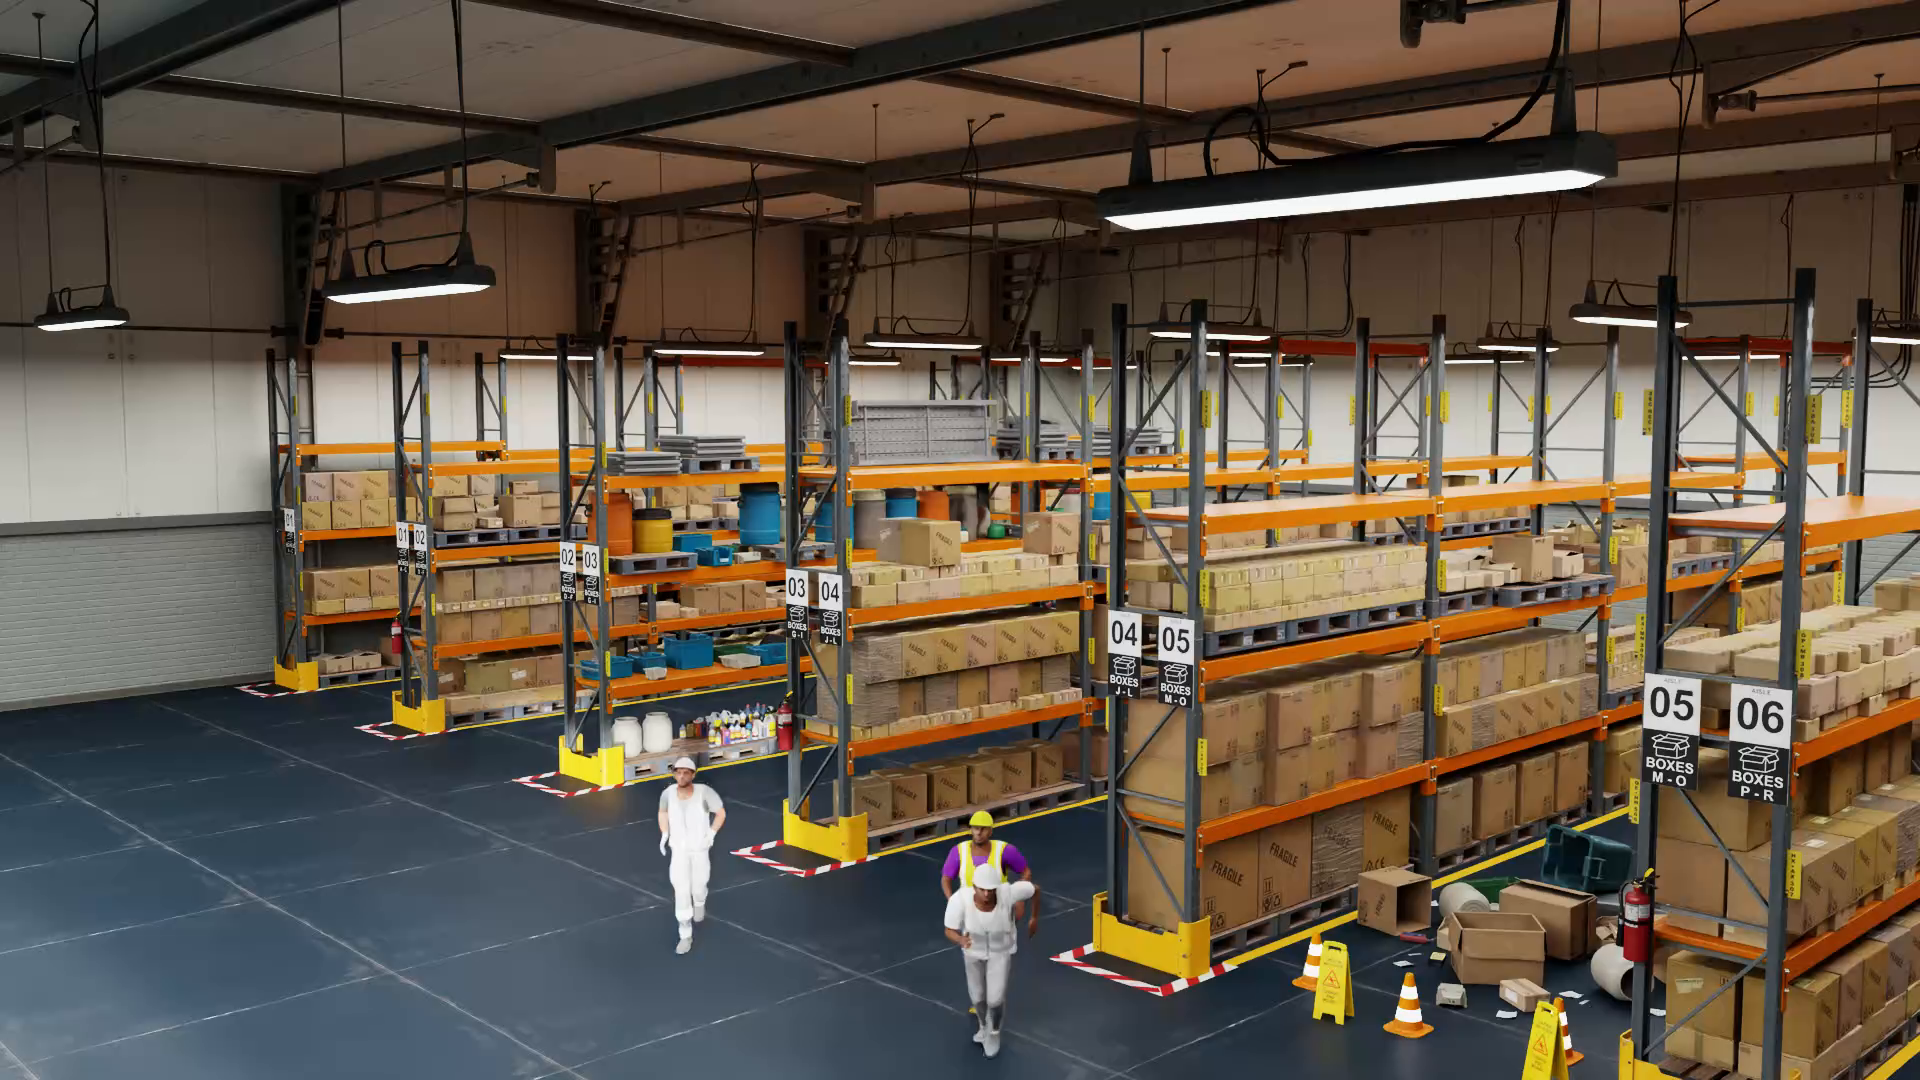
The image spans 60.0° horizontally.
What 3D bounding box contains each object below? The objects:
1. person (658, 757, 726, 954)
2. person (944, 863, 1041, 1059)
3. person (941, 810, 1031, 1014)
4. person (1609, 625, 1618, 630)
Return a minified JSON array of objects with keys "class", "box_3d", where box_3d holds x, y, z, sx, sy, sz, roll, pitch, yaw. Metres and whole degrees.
[{"class":"person","box_3d":[-2.536,2.915,15.742,0.652,1.794,0.840,0,5,-1]},{"class":"person","box_3d":[0.255,3.238,12.914,0.735,1.625,0.947,0,5,4]},{"class":"person","box_3d":[0.199,3.103,13.852,0.749,1.722,0.606,1,5,10]},{"class":"person","box_3d":[10.077,2.121,25.600,0.769,1.620,0.594,-4,6,-38]}]
